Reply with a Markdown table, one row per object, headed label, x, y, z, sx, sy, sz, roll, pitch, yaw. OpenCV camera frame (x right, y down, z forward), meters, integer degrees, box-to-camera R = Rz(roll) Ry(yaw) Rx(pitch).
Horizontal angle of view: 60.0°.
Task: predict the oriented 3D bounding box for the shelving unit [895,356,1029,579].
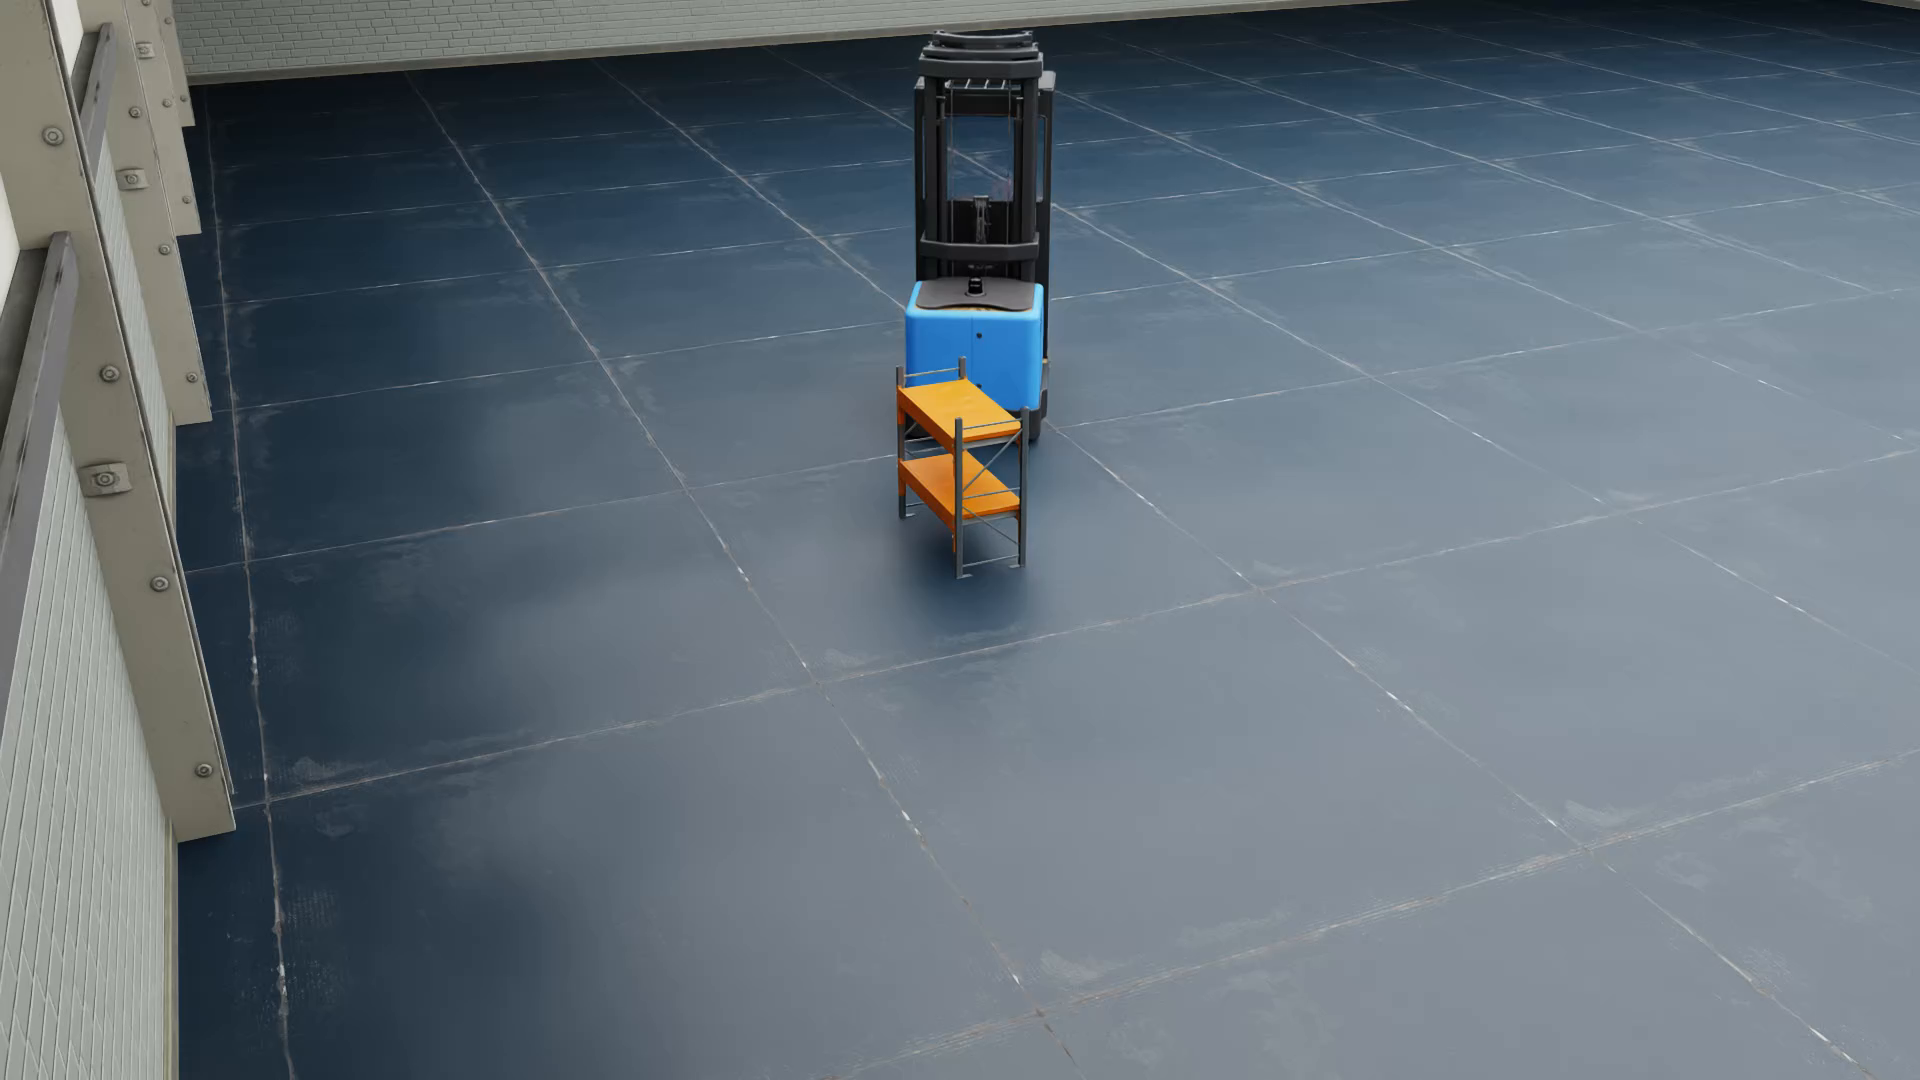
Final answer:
| label | x | y | z | sx | sy | sz | roll | pitch | yaw |
| --- | --- | --- | --- | --- | --- | --- | --- | --- | --- |
| shelving unit | 0.003 | -0.503 | 11.144 | 0.538 | 1.125 | 1.048 | -11 | 28 | -21 |

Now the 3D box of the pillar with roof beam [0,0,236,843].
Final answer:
| label | x | y | z | sx | sy | sz | roll | pitch | yaw |
| --- | --- | --- | --- | --- | --- | --- | --- | --- | --- |
| pillar with roof beam | 0.085 | -3.372 | 8.046 | 9.100 | 9.000 | 0.400 | -11 | 28 | -21 |

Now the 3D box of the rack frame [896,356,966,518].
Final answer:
| label | x | y | z | sx | sy | sz | roll | pitch | yaw |
| --- | --- | --- | --- | --- | --- | --- | --- | --- | --- |
| rack frame | -0.196 | -0.708 | 11.564 | 0.500 | 1.125 | 0.032 | -11 | 28 | -21 |

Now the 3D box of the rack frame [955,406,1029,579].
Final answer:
| label | x | y | z | sx | sy | sz | roll | pitch | yaw |
| --- | --- | --- | --- | --- | --- | --- | --- | --- | --- |
| rack frame | 0.202 | -0.298 | 10.723 | 0.500 | 1.125 | 0.032 | -11 | 28 | -21 |

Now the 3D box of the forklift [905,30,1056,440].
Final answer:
| label | x | y | z | sx | sy | sz | roll | pitch | yaw |
| --- | --- | --- | --- | --- | --- | --- | --- | --- | --- |
| forklift | 0.203 | -2.699 | 13.583 | 1.130 | 2.935 | 3.031 | 2 | 26 | 4 |

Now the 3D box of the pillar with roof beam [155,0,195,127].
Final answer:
| label | x | y | z | sx | sy | sz | roll | pitch | yaw |
| --- | --- | --- | --- | --- | --- | --- | --- | --- | --- |
| pillar with roof beam | -6.964 | -10.639 | 22.929 | 9.100 | 9.000 | 0.400 | -11 | 28 | -21 |

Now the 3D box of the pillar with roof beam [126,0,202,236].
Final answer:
| label | x | y | z | sx | sy | sz | roll | pitch | yaw |
| --- | --- | --- | --- | --- | --- | --- | --- | --- | --- |
| pillar with roof beam | -4.615 | -8.217 | 17.968 | 9.100 | 9.000 | 0.400 | -11 | 28 | -21 |

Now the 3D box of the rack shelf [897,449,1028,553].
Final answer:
| label | x | y | z | sx | sy | sz | roll | pitch | yaw |
| --- | --- | --- | --- | --- | --- | --- | --- | --- | --- |
| rack shelf | 0.003 | -0.283 | 11.251 | 0.538 | 0.278 | 1.000 | -11 | 28 | -21 |

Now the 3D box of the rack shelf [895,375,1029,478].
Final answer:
| label | x | y | z | sx | sy | sz | roll | pitch | yaw |
| --- | --- | --- | --- | --- | --- | --- | --- | --- | --- |
| rack shelf | 0.003 | -0.766 | 11.015 | 0.538 | 0.278 | 1.000 | -11 | 28 | -21 |

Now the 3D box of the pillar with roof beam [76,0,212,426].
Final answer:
| label | x | y | z | sx | sy | sz | roll | pitch | yaw |
| --- | --- | --- | --- | --- | --- | --- | --- | --- | --- |
| pillar with roof beam | -2.265 | -5.794 | 13.007 | 9.100 | 9.000 | 0.400 | -11 | 28 | -21 |
